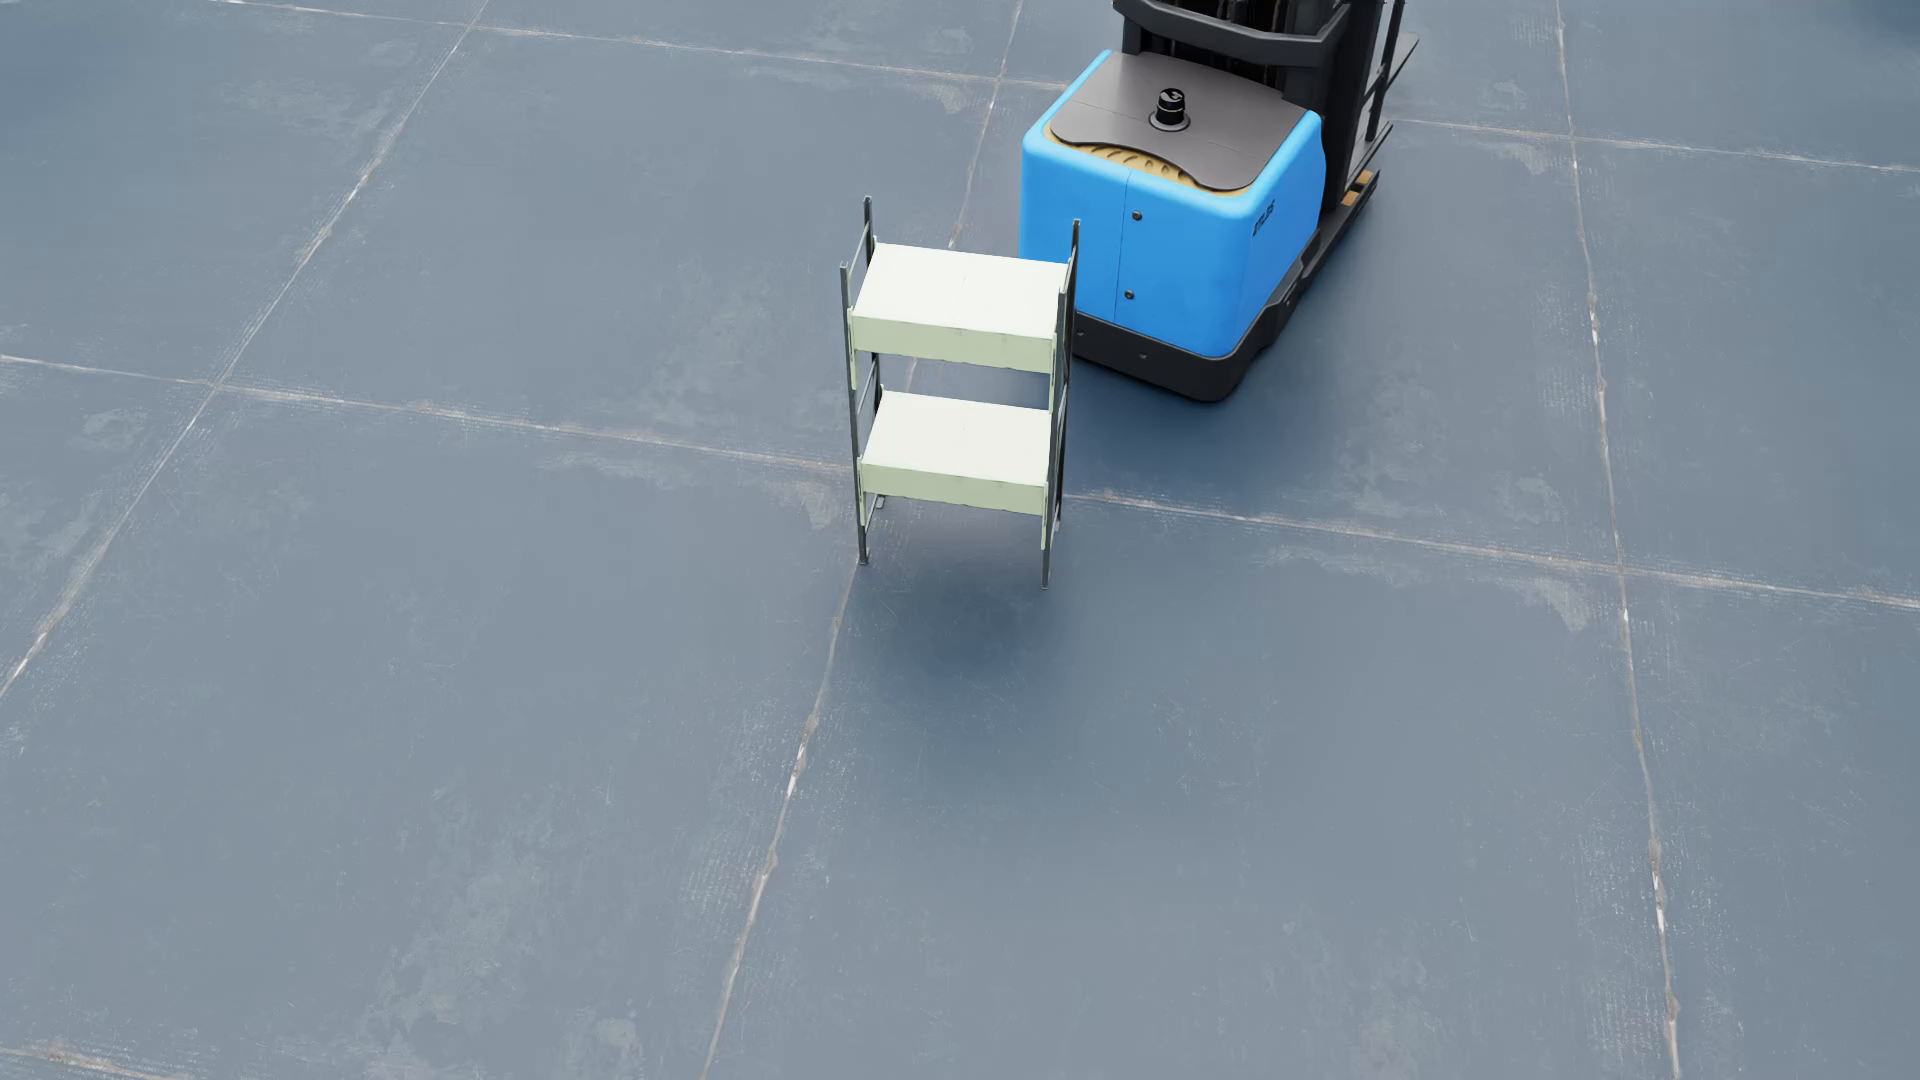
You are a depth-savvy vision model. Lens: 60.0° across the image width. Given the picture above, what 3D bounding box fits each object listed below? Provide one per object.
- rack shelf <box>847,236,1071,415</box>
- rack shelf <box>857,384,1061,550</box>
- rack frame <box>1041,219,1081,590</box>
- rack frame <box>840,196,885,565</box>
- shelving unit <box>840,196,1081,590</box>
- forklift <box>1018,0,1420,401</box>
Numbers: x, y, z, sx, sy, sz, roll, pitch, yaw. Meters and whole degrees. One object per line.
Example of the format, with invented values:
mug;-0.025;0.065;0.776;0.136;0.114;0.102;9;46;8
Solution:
rack shelf;0.007;-0.761;5.873;0.720;0.370;0.431;8;49;7
rack shelf;0.007;-0.283;6.406;0.720;0.370;0.431;8;49;7
rack frame;0.367;-0.452;6.120;0.023;1.500;0.400;8;49;7
rack frame;-0.354;-0.549;6.207;0.023;1.500;0.400;8;49;7
shelving unit;0.007;-0.500;6.163;0.755;1.500;0.431;8;49;7
forklift;1.404;-2.671;7.151;1.130;2.935;3.031;23;52;19
